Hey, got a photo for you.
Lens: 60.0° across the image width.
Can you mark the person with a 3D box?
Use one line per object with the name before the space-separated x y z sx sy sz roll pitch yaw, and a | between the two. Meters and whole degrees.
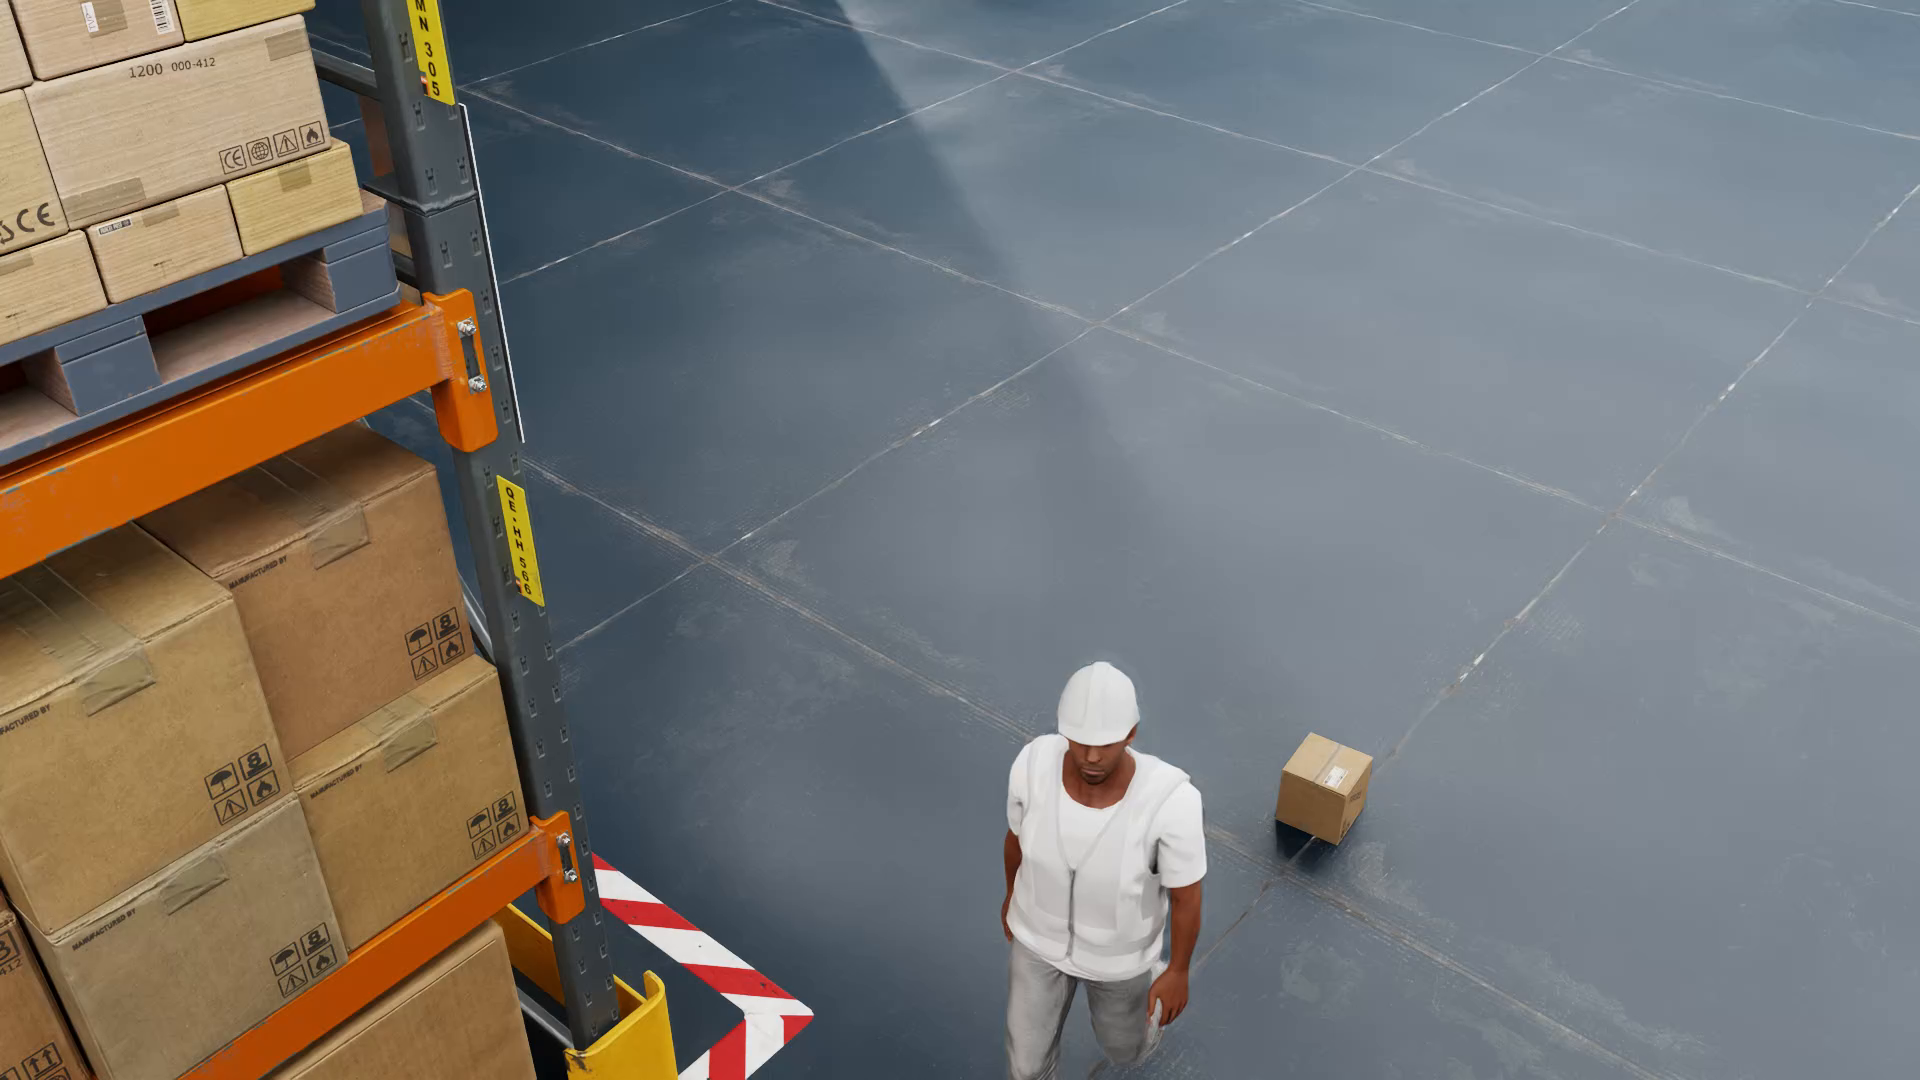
person | 0.372 1.063 4.592 0.591 1.732 0.906 13 37 17
